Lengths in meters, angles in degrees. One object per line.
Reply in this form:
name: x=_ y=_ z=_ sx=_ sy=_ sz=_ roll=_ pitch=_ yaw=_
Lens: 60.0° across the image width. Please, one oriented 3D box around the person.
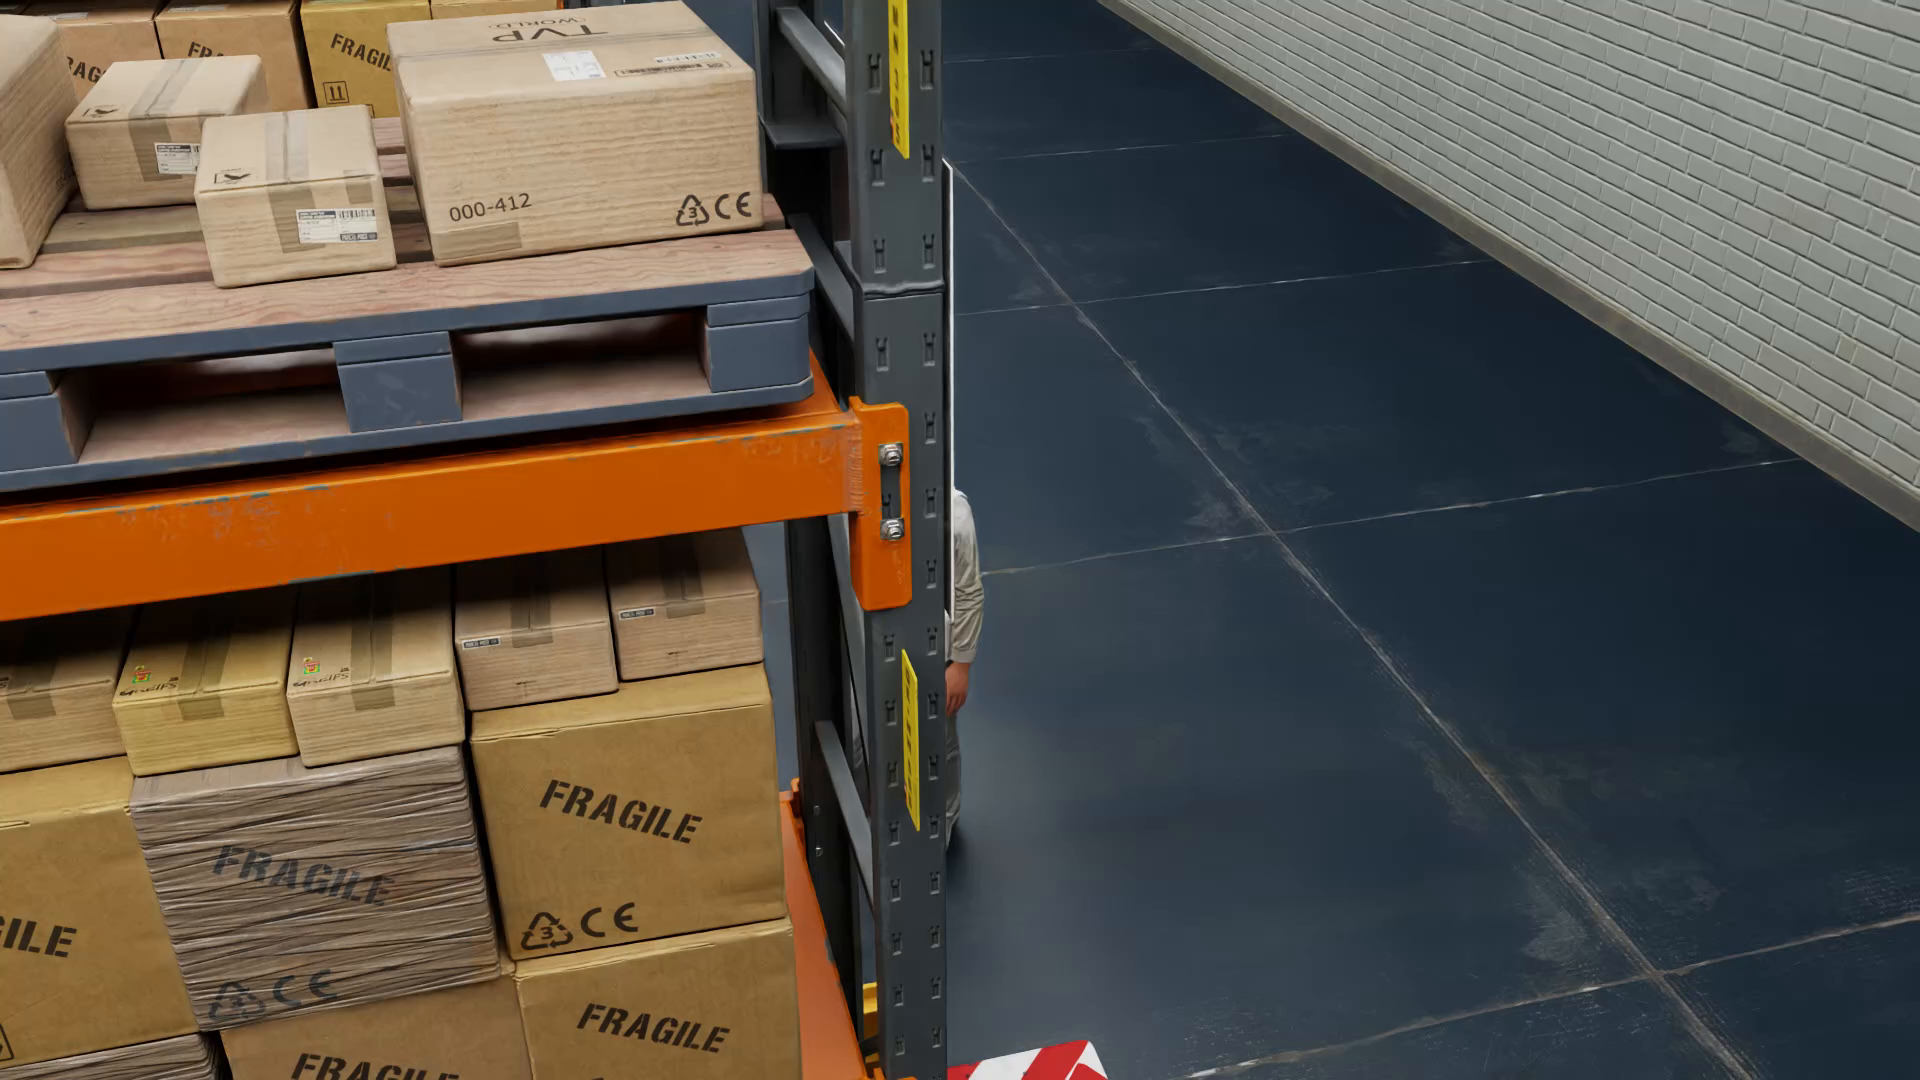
person: x=-0.186 y=0.350 z=5.487 sx=0.568 sy=1.794 sz=0.527 roll=10 pitch=32 yaw=17
